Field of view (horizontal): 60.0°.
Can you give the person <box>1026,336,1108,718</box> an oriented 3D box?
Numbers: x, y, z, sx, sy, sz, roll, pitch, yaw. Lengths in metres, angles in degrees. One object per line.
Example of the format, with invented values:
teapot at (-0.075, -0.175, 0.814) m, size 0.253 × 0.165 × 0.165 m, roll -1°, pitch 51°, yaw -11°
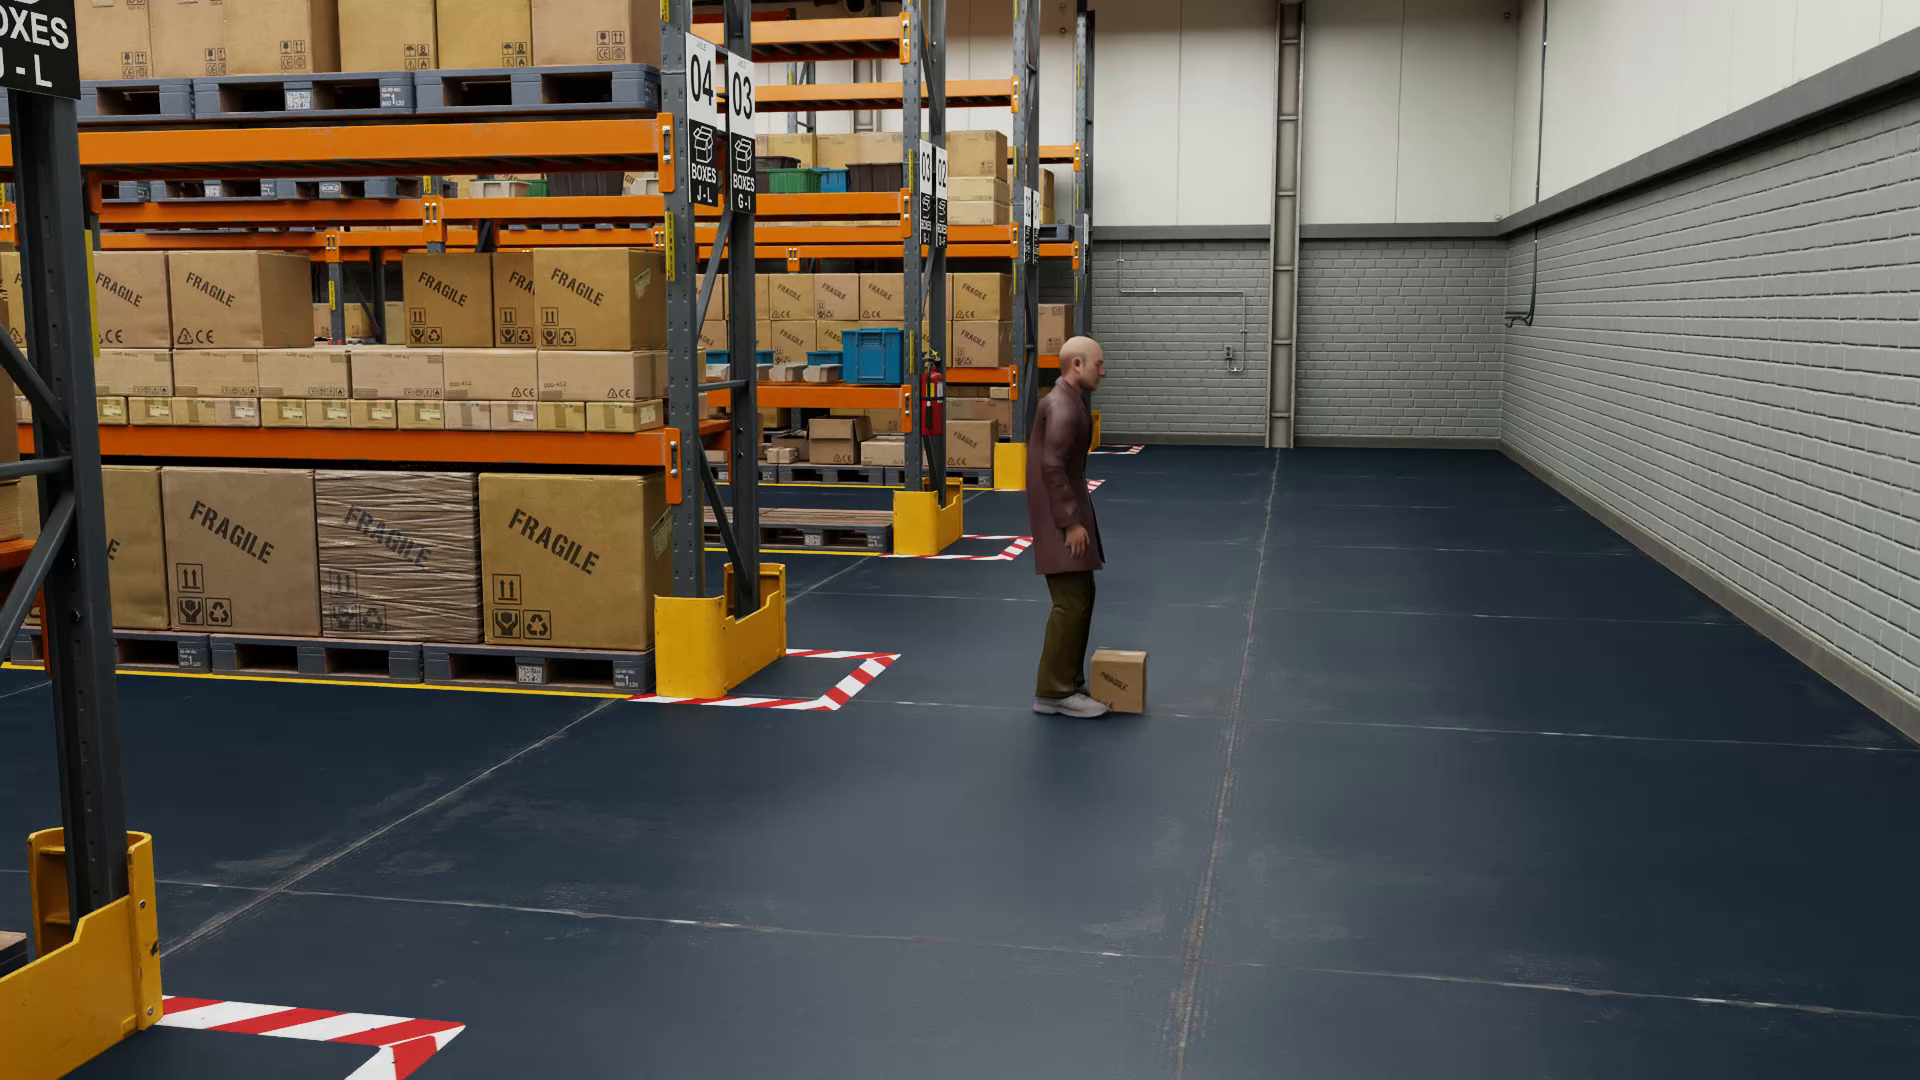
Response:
person at (0.525, -0.079, 7.937) m, size 0.426 × 1.774 × 0.622 m, roll 1°, pitch 8°, yaw 9°
